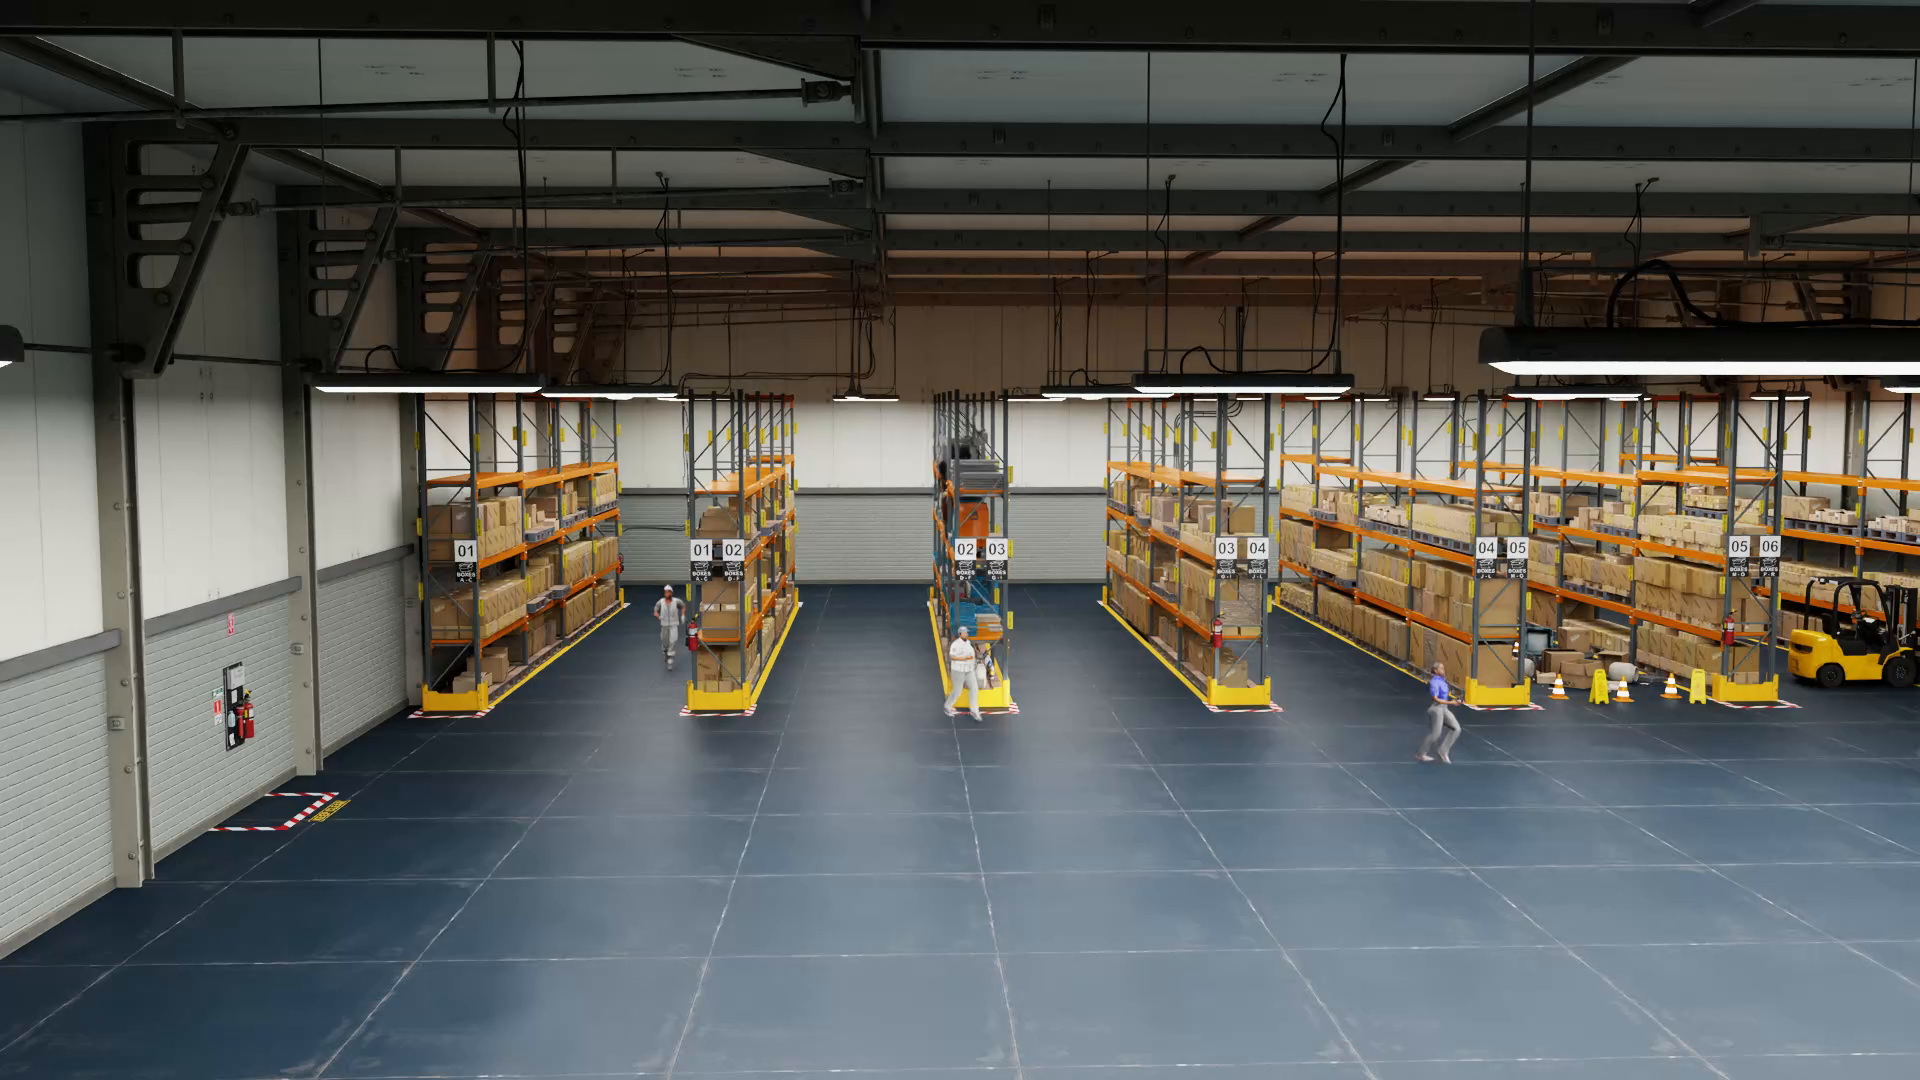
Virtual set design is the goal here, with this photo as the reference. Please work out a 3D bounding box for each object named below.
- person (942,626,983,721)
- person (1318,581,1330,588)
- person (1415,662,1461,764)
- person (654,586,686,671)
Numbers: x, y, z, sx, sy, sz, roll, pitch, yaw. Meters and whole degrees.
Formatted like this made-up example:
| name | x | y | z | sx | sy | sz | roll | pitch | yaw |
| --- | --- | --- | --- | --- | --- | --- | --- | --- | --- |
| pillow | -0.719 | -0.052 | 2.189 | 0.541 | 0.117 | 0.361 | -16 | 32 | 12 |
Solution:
| name | x | y | z | sx | sy | sz | roll | pitch | yaw |
| --- | --- | --- | --- | --- | --- | --- | --- | --- | --- |
| person | 0.034 | 2.427 | 30.250 | 0.769 | 1.725 | 0.606 | 4 | 6 | 42 |
| person | 10.577 | 0.925 | 49.037 | 0.810 | 1.624 | 0.520 | 0 | 5 | 1 |
| person | 7.642 | 2.767 | 26.509 | 0.703 | 1.652 | 0.582 | 3 | 6 | 33 |
| person | -6.308 | 1.881 | 36.155 | 0.669 | 1.791 | 0.992 | 0 | 5 | -5 |
